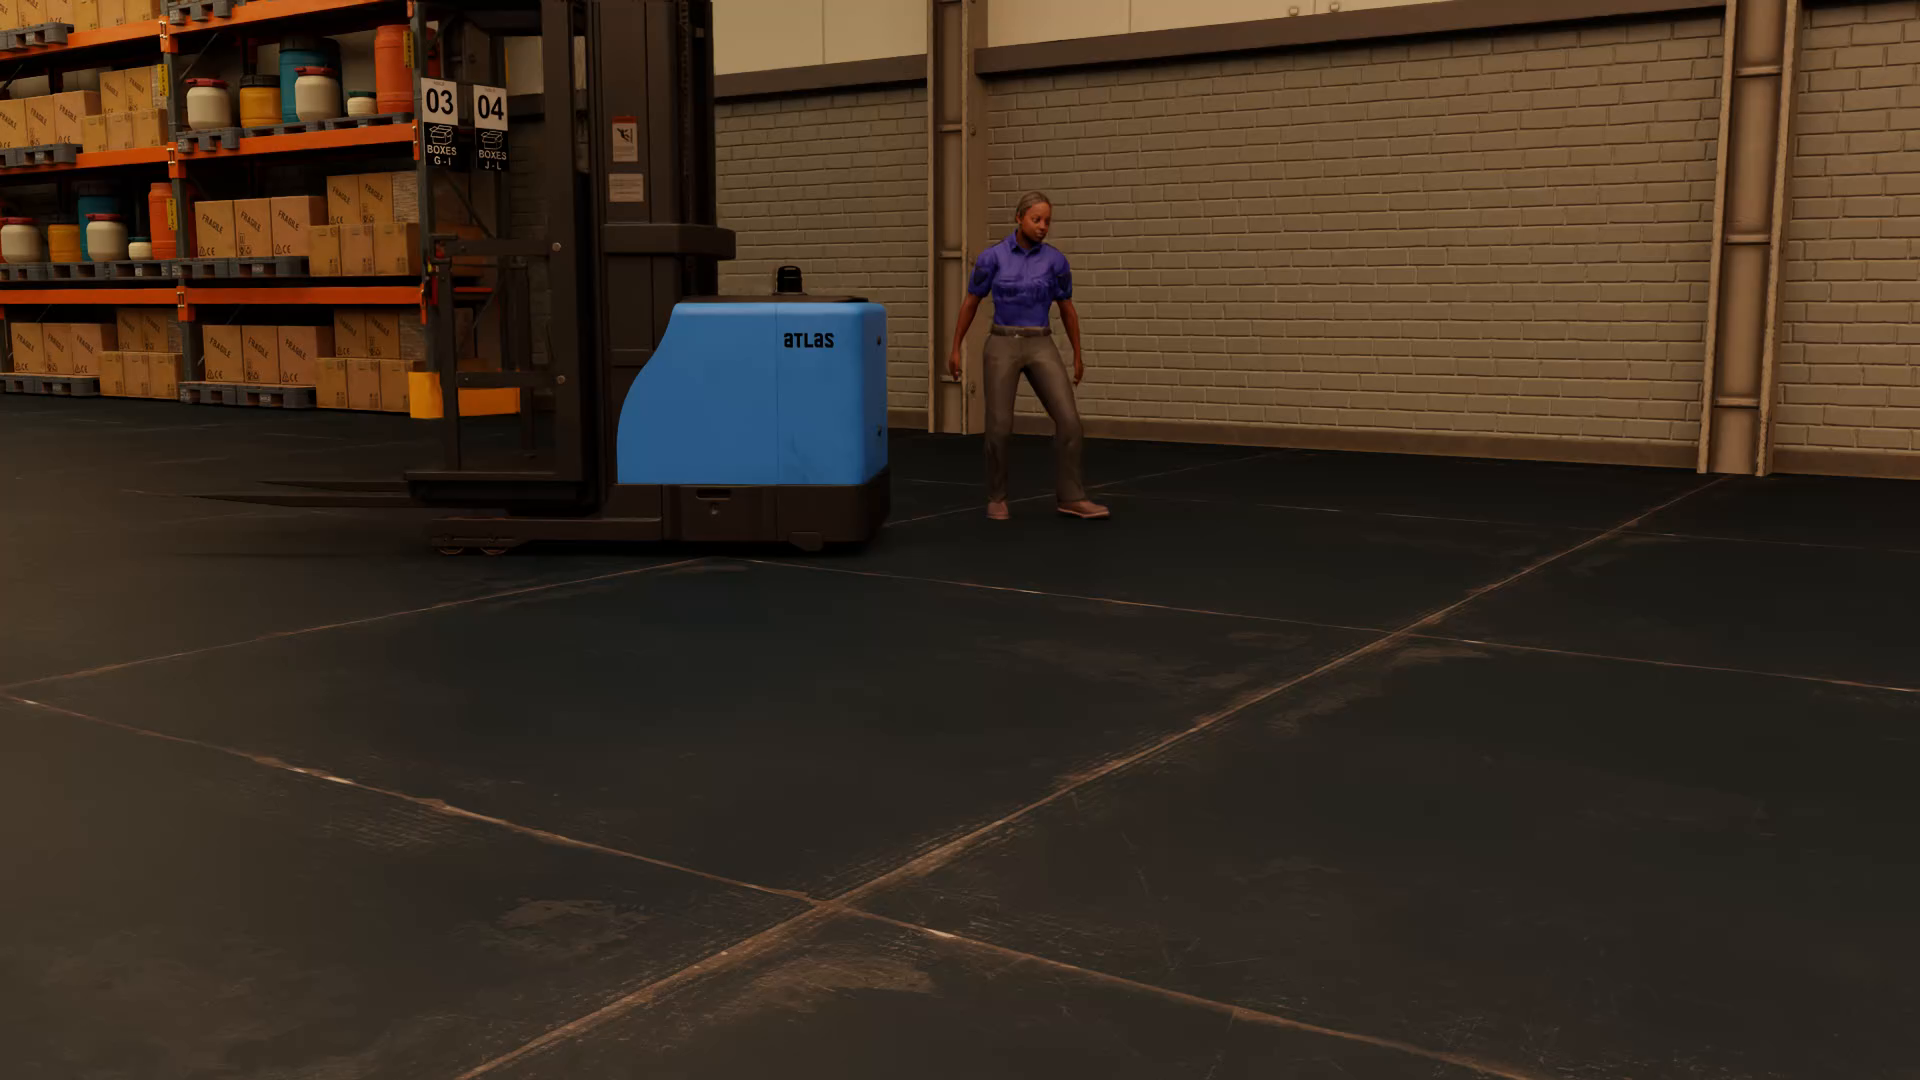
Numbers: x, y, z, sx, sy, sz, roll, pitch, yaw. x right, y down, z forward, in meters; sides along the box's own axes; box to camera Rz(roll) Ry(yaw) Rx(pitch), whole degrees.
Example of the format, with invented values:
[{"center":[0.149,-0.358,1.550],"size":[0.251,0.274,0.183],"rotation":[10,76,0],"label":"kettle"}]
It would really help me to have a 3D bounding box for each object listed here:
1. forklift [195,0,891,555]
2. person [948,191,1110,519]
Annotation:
[{"center":[-1.874,-1.458,7.448],"size":[3.031,2.935,1.130],"rotation":[1,8,4],"label":"forklift"},{"center":[0.345,-0.912,8.330],"size":[0.801,1.628,0.391],"rotation":[-1,8,-4],"label":"person"}]
